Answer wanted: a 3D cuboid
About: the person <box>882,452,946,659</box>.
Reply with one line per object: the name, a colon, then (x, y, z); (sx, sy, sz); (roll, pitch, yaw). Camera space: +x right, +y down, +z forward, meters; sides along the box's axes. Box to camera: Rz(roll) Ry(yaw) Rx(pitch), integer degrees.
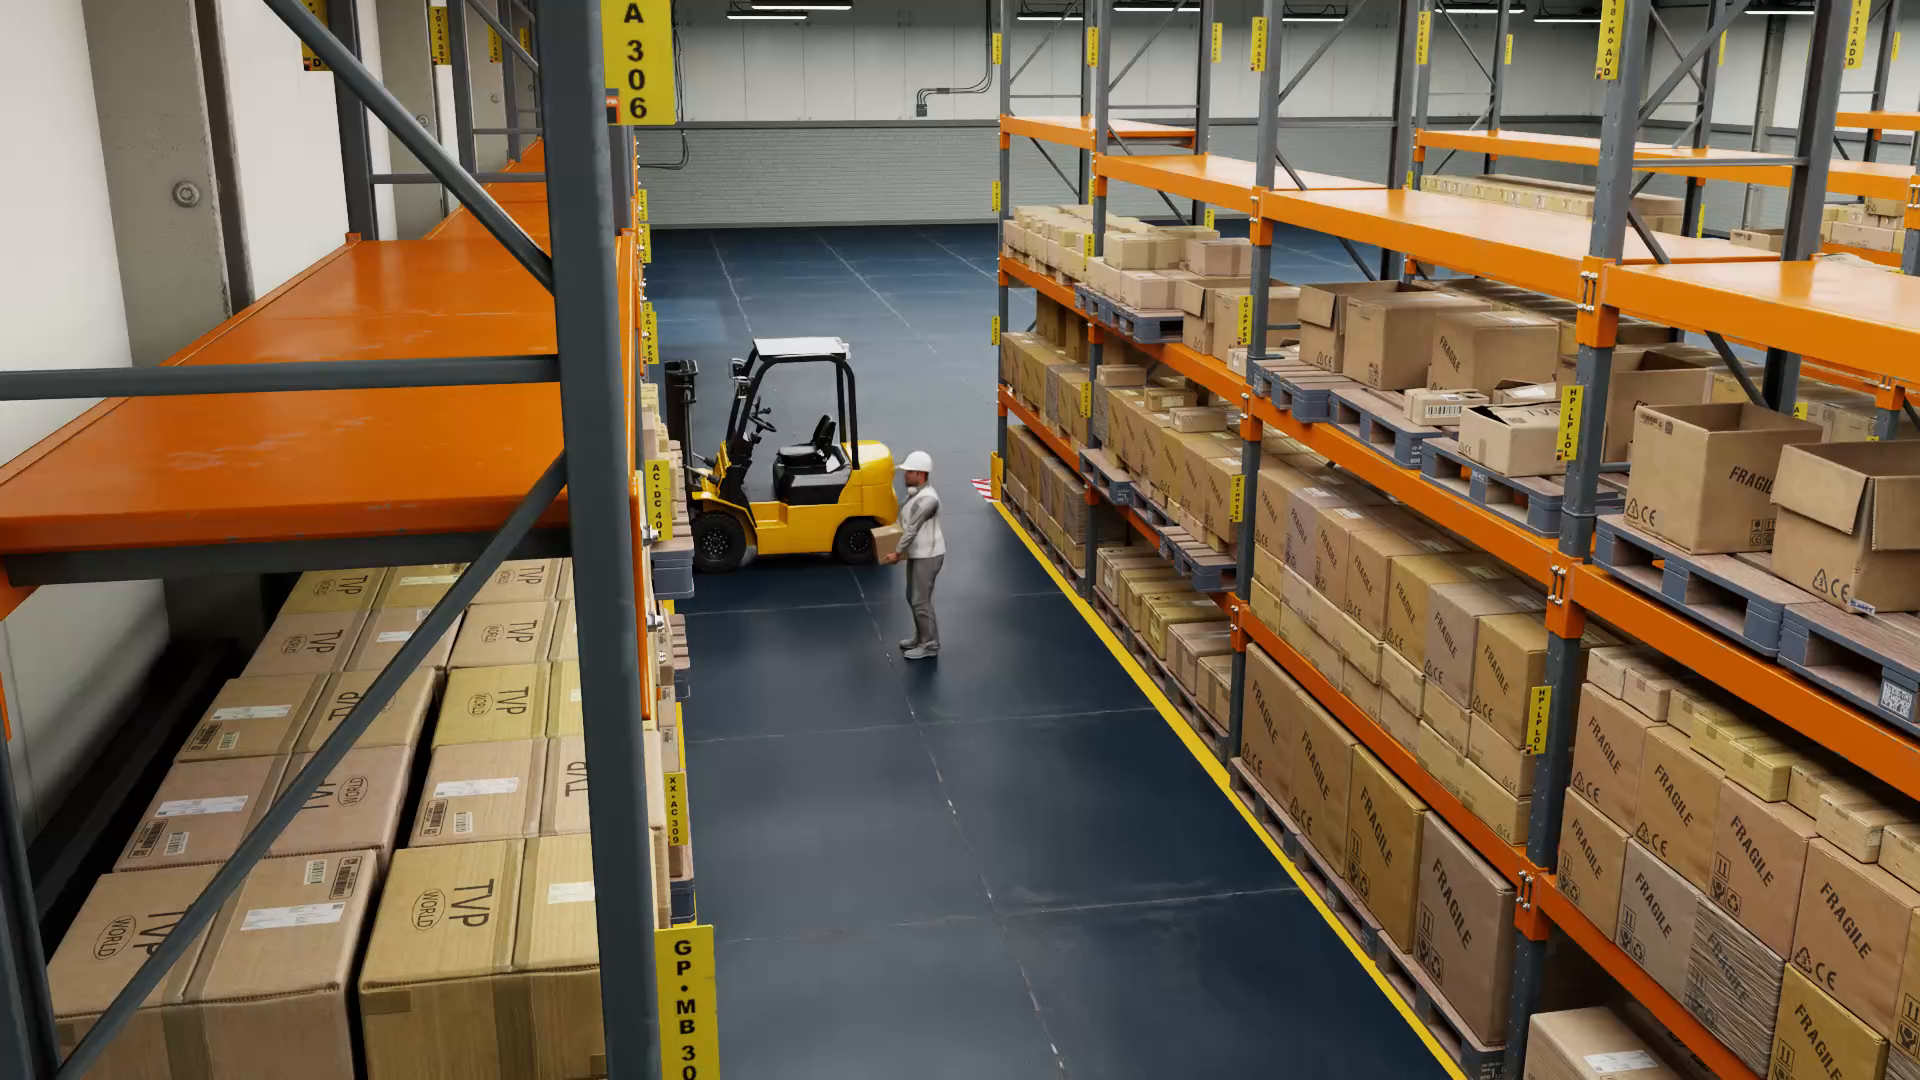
person: (-0.406, 0.121, 14.082); (0.558, 1.772, 0.494); (-3, 17, -11)
